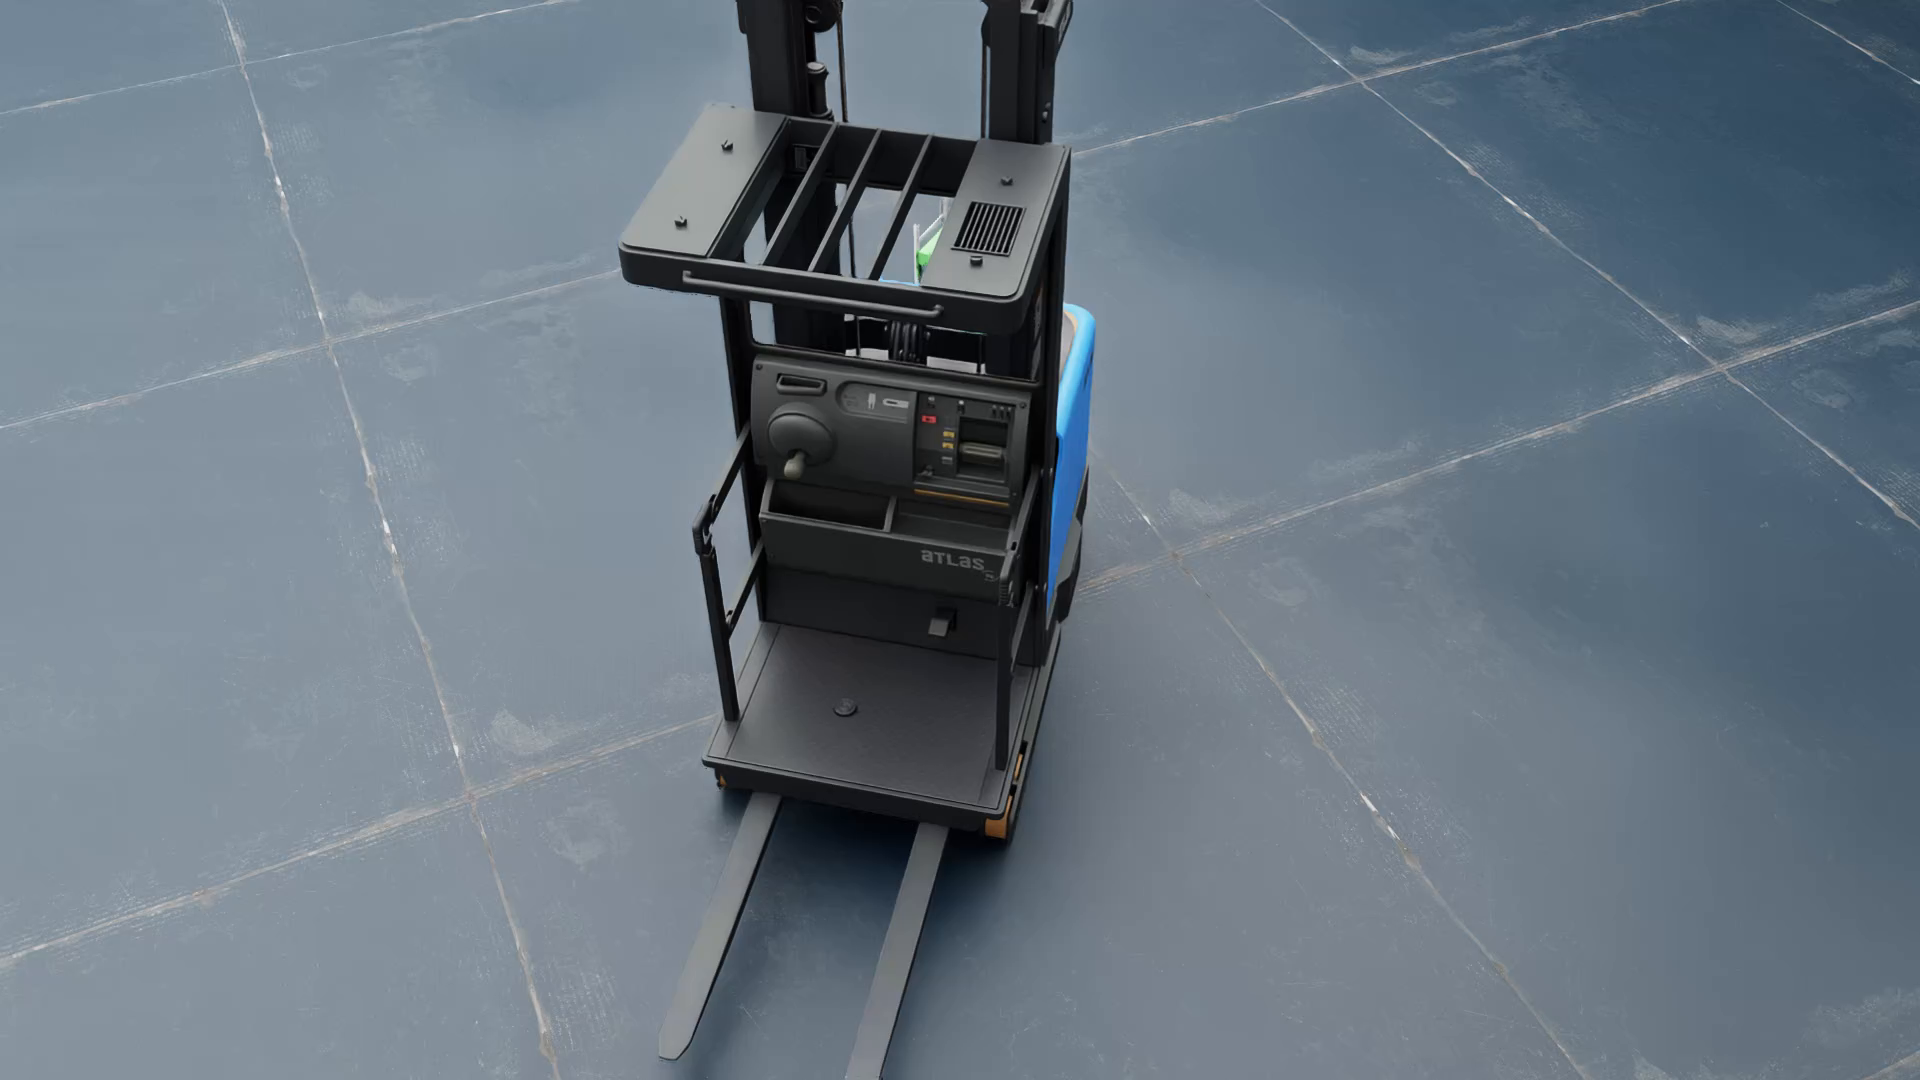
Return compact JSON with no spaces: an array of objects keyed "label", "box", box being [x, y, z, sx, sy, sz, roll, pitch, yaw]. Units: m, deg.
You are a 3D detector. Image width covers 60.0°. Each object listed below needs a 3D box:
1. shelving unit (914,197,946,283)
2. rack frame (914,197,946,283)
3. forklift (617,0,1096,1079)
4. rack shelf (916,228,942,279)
[{"label":"shelving unit","box":[0.091,-0.831,7.107,0.503,1.200,0.258,21,48,20]},{"label":"rack frame","box":[-0.122,-0.915,7.192,0.015,1.200,0.240,21,48,20]},{"label":"forklift","box":[-0.279,-0.262,5.297,1.130,2.935,3.031,9,45,9]},{"label":"rack shelf","box":[0.091,-1.128,6.815,0.480,0.148,0.258,21,48,20]}]
